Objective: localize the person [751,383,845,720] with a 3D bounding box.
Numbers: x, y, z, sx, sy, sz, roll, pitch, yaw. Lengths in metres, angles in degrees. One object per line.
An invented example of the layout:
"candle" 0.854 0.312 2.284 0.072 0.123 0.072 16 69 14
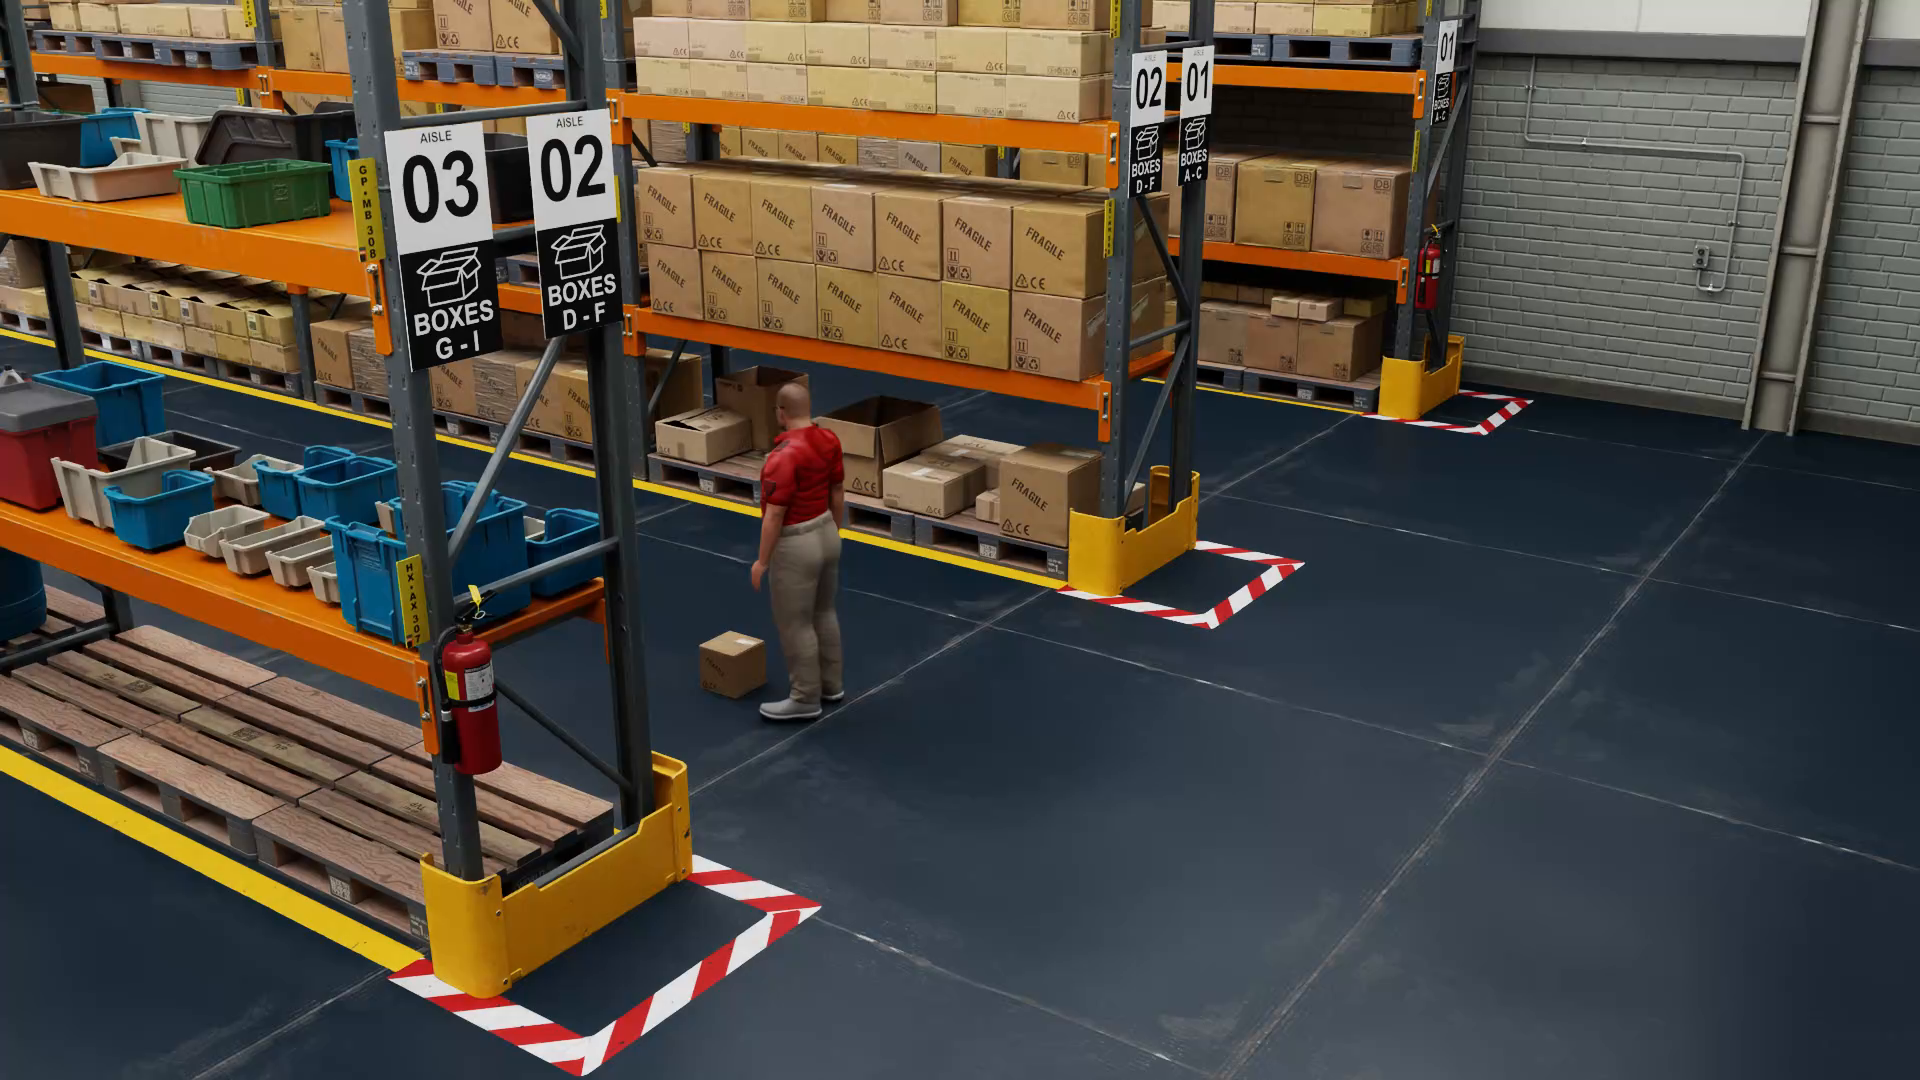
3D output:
"person" -0.814 0.054 8.396 0.364 1.731 0.559 10 22 26
